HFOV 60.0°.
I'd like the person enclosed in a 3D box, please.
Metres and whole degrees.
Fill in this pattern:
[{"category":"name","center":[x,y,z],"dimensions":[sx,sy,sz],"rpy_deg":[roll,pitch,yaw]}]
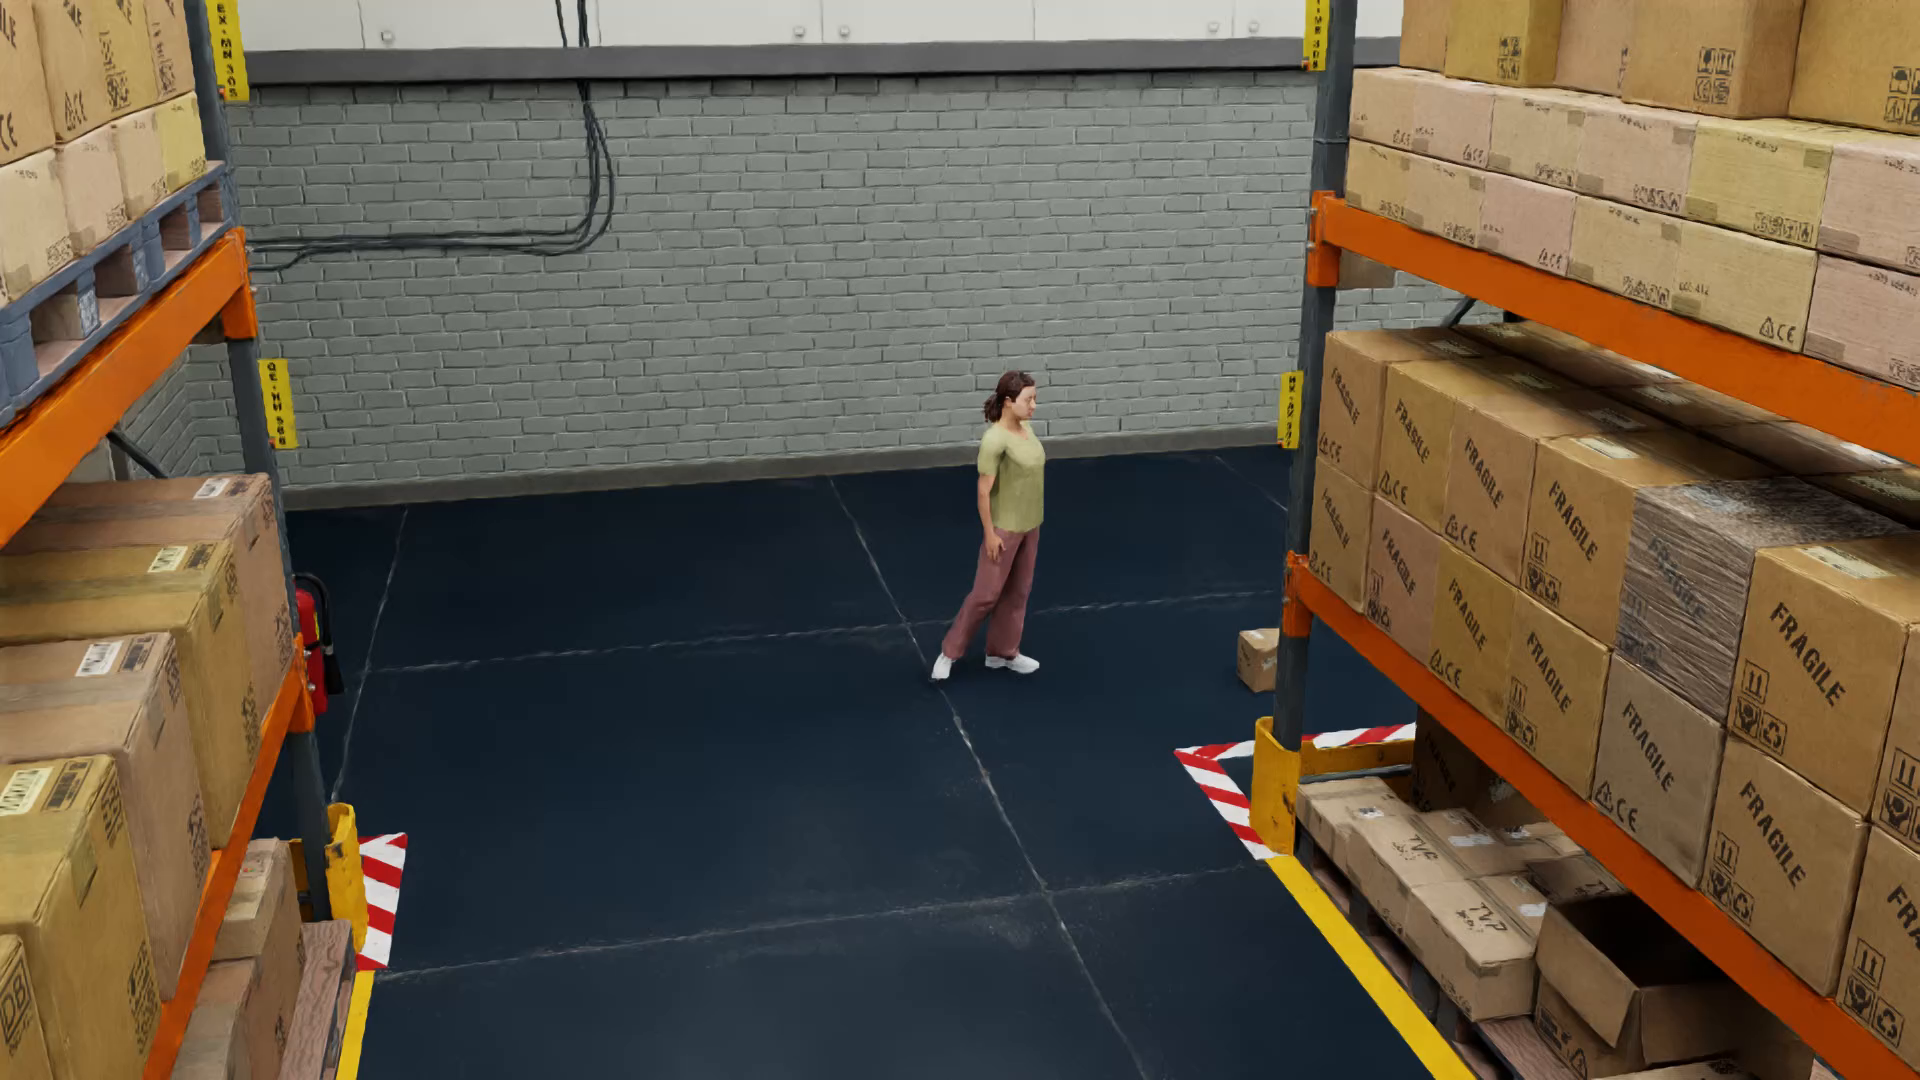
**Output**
[{"category":"person","center":[0.147,-0.058,8.726],"dimensions":[0.450,1.663,0.652],"rpy_deg":[14,24,34]}]
